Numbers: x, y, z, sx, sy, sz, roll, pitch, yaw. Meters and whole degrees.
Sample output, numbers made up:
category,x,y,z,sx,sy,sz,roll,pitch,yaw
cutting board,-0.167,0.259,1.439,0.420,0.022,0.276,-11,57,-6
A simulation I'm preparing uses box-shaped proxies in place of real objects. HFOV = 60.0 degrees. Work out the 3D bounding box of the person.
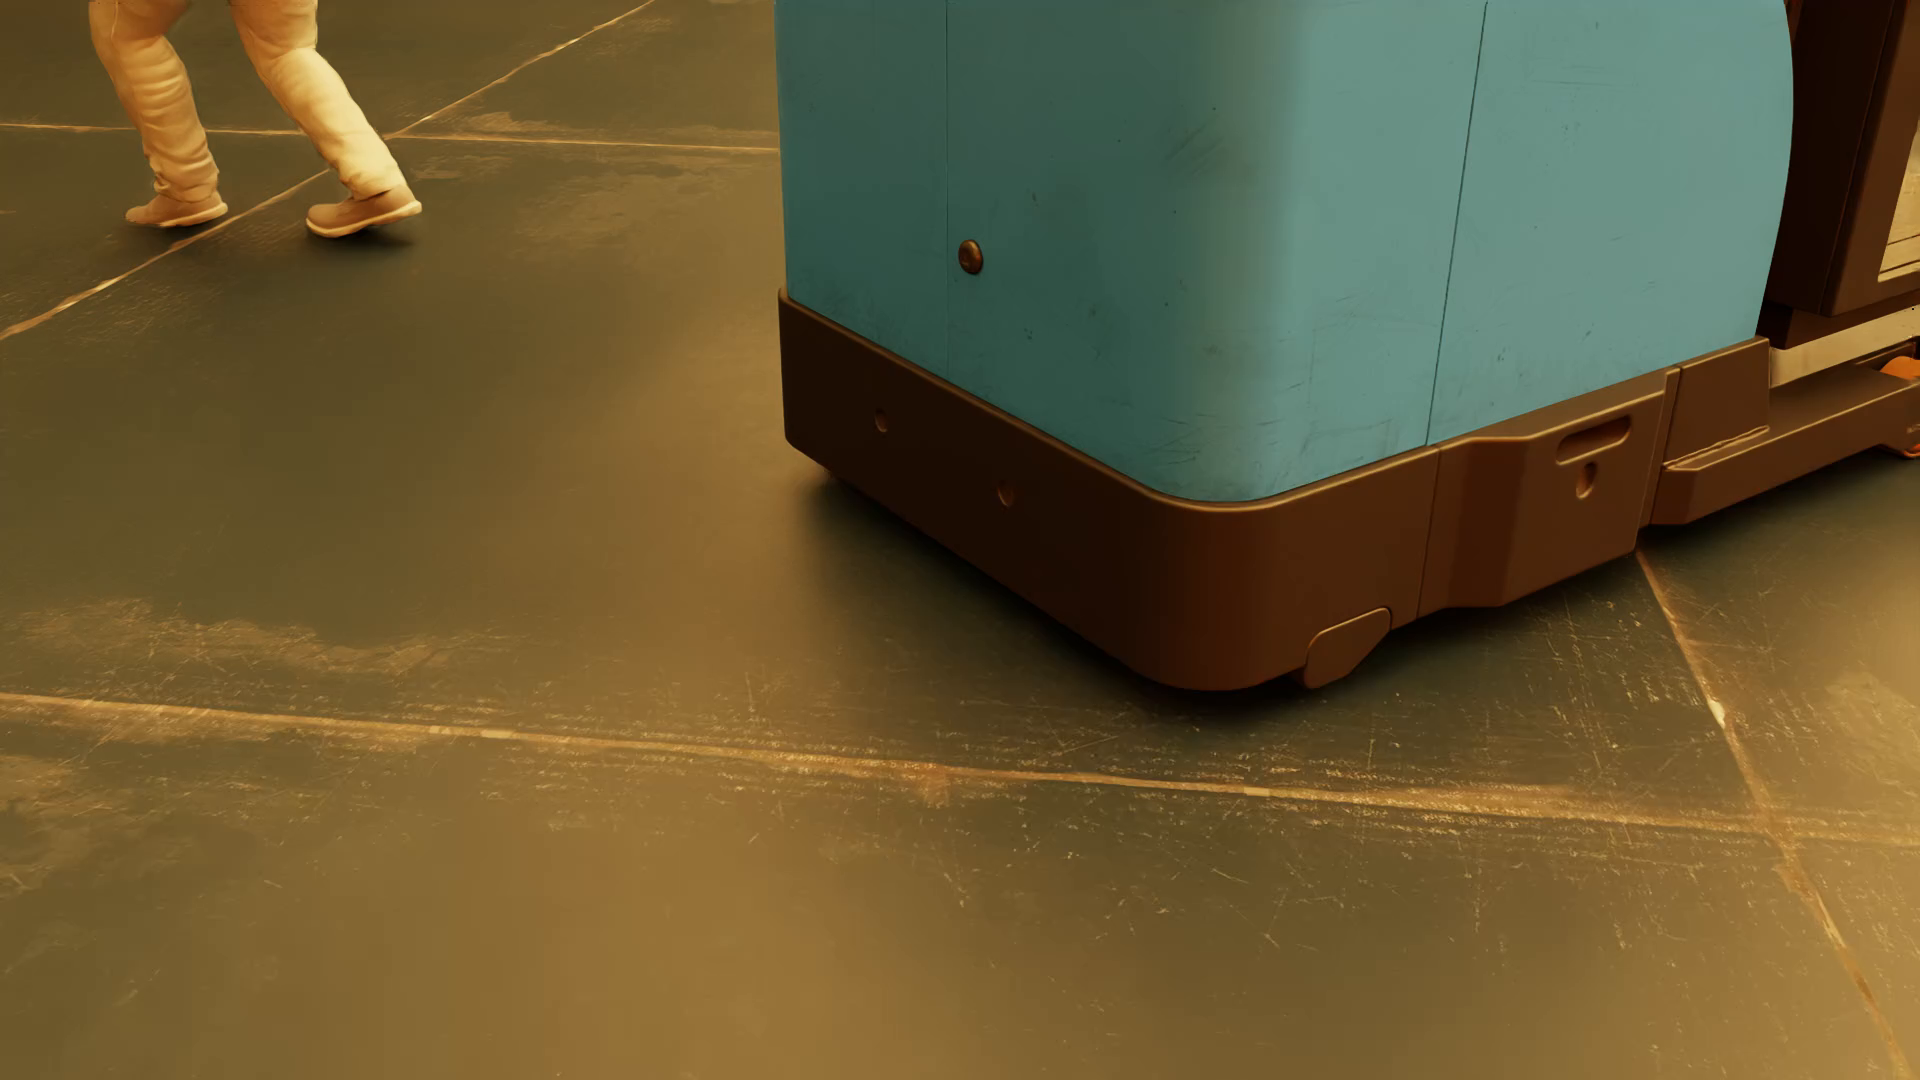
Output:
category,x,y,z,sx,sy,sz,roll,pitch,yaw
person,-1.647,-1.427,3.641,0.888,1.603,0.504,9,28,18

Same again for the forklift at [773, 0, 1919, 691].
category,x,y,z,sx,sy,sz,roll,pitch,yaw
forklift,1.220,-1.625,2.473,3.031,2.935,1.130,-17,31,-31
